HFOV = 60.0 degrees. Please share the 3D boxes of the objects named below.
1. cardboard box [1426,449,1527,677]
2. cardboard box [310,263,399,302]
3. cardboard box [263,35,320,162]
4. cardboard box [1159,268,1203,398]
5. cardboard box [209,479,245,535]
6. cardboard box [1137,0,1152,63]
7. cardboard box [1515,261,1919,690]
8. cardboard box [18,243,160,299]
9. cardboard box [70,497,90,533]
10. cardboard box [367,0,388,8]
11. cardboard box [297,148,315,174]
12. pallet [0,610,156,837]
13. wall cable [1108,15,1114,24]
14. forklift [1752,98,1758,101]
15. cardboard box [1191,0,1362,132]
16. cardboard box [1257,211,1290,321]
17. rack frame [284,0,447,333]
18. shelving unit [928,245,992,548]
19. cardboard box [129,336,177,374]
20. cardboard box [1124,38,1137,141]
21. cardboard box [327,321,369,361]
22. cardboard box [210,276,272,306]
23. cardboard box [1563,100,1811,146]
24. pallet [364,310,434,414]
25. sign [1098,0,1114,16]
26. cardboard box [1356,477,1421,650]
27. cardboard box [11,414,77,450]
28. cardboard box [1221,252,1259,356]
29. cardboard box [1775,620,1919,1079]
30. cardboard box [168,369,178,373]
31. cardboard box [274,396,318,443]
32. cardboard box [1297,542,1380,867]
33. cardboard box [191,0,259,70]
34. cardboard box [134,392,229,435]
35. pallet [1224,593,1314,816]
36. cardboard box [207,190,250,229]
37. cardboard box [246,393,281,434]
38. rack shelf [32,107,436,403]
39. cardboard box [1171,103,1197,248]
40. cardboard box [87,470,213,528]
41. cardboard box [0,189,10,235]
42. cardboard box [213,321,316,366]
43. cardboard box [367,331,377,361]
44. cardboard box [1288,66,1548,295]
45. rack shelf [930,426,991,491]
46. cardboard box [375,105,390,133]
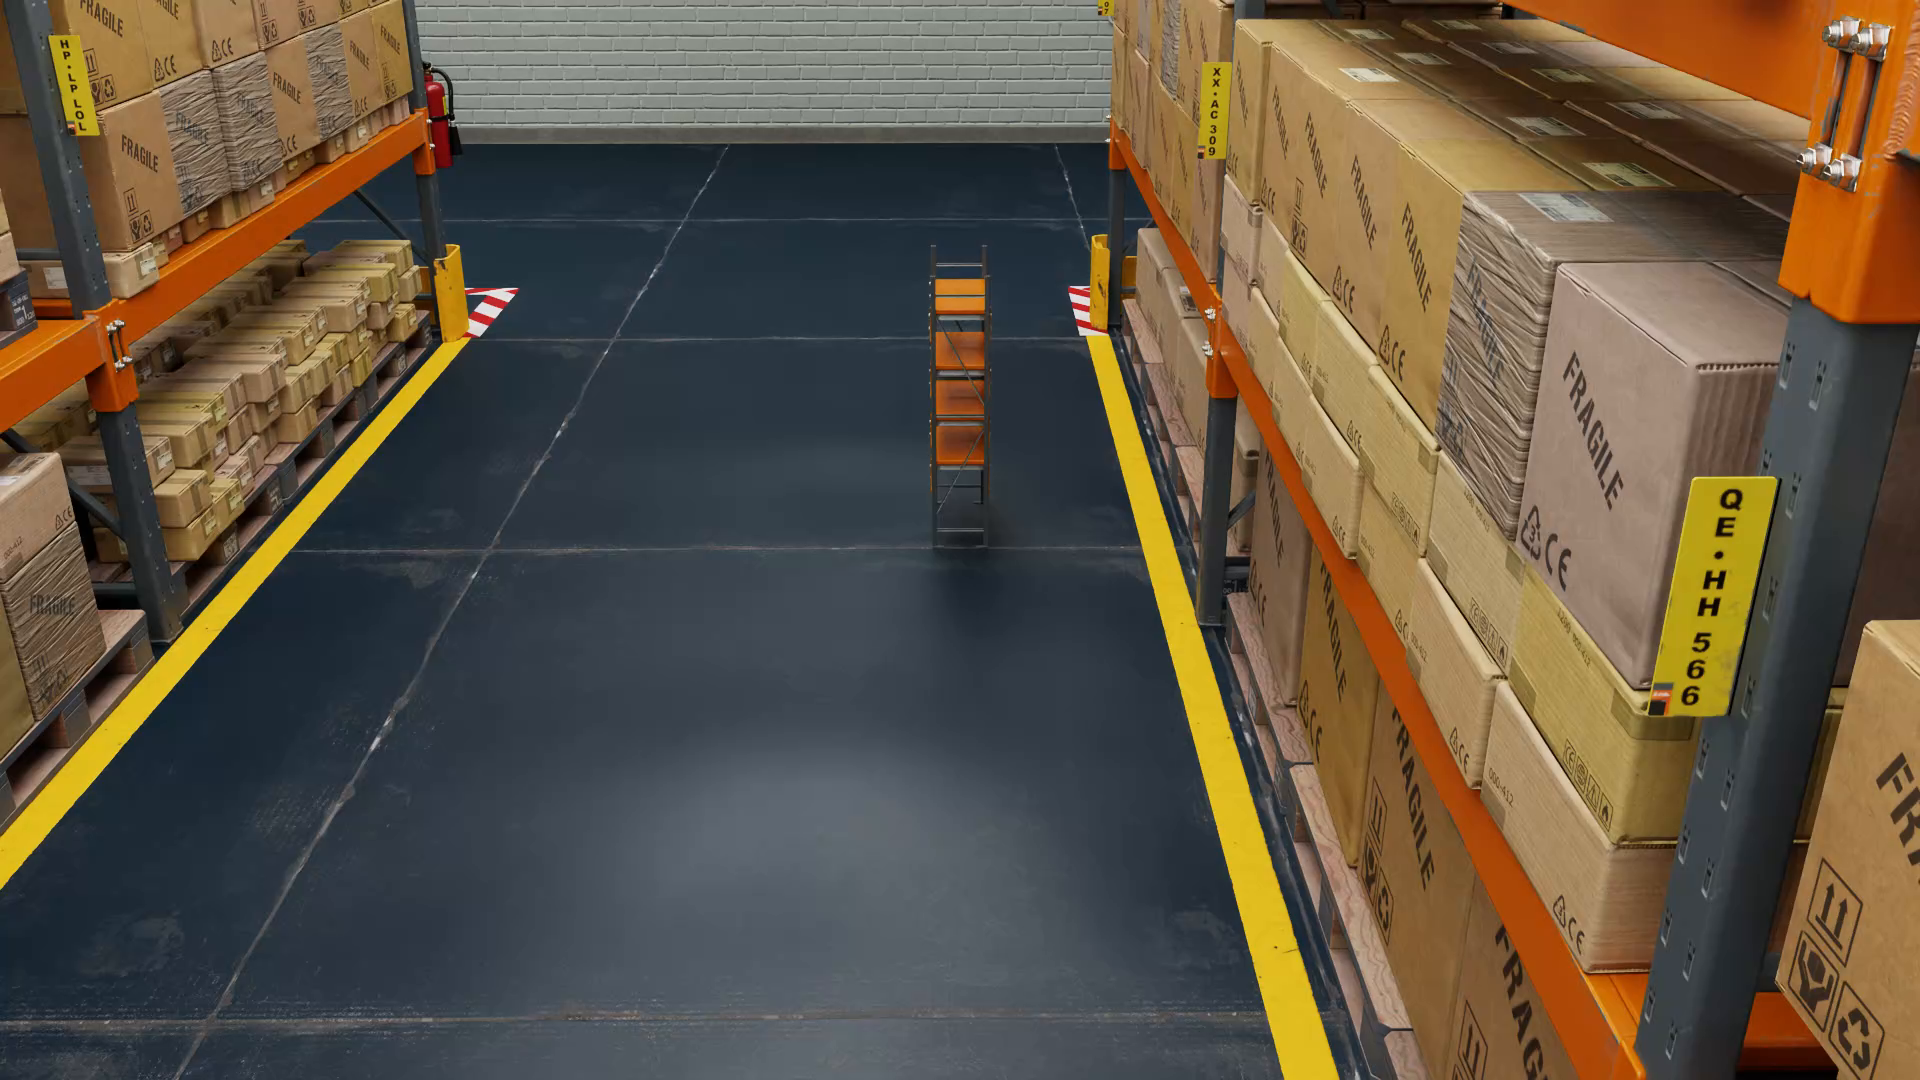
[{"bbox_3d":[1.207,0.029,3.122,0.500,0.250,0.500,-1,24,-2],"label":"cardboard box"},{"bbox_3d":[-3.226,-1.371,8.870,0.380,0.149,0.250,-1,24,-2],"label":"cardboard box"},{"bbox_3d":[-3.288,-2.005,7.561,0.500,0.500,0.500,1,24,2],"label":"cardboard box"},{"bbox_3d":[1.514,-1.074,8.584,0.875,0.438,0.875,0,24,1],"label":"cardboard box"},{"bbox_3d":[-3.203,-0.140,6.869,0.380,0.149,0.250,0,24,1],"label":"cardboard box"},{"bbox_3d":[1.134,-2.576,7.970,0.500,0.500,0.500,0,24,-1],"label":"cardboard box"},{"bbox_3d":[1.208,-0.115,2.530,0.500,0.500,0.500,-1,24,-2],"label":"cardboard box"},{"bbox_3d":[-3.193,-0.990,6.104,0.380,0.149,0.250,1,24,1],"label":"cardboard box"},{"bbox_3d":[-3.781,-0.146,6.884,0.380,0.149,0.250,0,24,1],"label":"cardboard box"},{"bbox_3d":[-3.307,-3.084,8.733,0.500,0.500,0.500,-1,24,-2],"label":"cardboard box"},{"bbox_3d":[-3.348,-1.856,8.019,0.380,0.149,0.250,-1,24,-3],"label":"cardboard box"},{"bbox_3d":[-3.507,0.605,5.656,1.003,0.211,1.213,0,24,-1],"label":"pallet"},{"bbox_3d":[1.303,-5.499,14.498,0.585,1.953,0.123,0,24,-1],"label":"wall cable"},{"bbox_3d":[3.367,-1.406,6.803,1.130,2.935,3.031,-13,27,-26],"label":"forklift"},{"bbox_3d":[1.150,-1.745,6.133,0.500,0.500,0.500,0,24,-1],"label":"cardboard box"},{"bbox_3d":[1.188,-0.813,4.982,0.500,0.250,0.500,0,24,0],"label":"cardboard box"},{"bbox_3d":[-3.561,-2.635,9.436,1.000,3.000,0.127,0,24,-1],"label":"rack frame"},{"bbox_3d":[-0.002,-0.615,7.154,0.258,1.200,0.503,0,24,-1],"label":"shelving unit"},{"bbox_3d":[-3.869,-0.832,7.679,0.380,0.149,0.250,-1,24,-2],"label":"cardboard box"},{"bbox_3d":[1.140,-2.337,8.655,0.500,0.500,0.500,-1,24,-1],"label":"cardboard box"},{"bbox_3d":[-3.244,-1.019,8.452,0.380,0.149,0.250,0,24,0],"label":"cardboard box"},{"bbox_3d":[-3.811,-1.261,8.627,0.380,0.149,0.250,-1,24,-3],"label":"cardboard box"},{"bbox_3d":[1.707,-0.733,3.896,0.500,0.500,0.500,0,24,0],"label":"cardboard box"},{"bbox_3d":[-3.586,-0.998,9.200,1.003,0.211,1.213,0,24,-1],"label":"pallet"},{"bbox_3d":[0.833,-3.129,9.382,0.100,0.325,0.005,0,24,-1],"label":"sign"},{"bbox_3d":[1.199,0.041,3.701,0.500,0.250,0.500,0,24,-1],"label":"cardboard box"},{"bbox_3d":[-3.824,-0.400,6.723,0.380,0.149,0.250,0,24,0],"label":"cardboard box"},{"bbox_3d":[1.172,-0.800,5.560,0.500,0.250,0.500,-1,24,-2],"label":"cardboard box"},{"bbox_3d":[1.249,0.412,1.707,0.500,0.500,0.500,-1,24,-2],"label":"cardboard box"},{"bbox_3d":[-3.784,-0.684,7.711,0.380,0.149,0.250,-1,24,-3],"label":"cardboard box"},{"bbox_3d":[-3.254,-0.565,7.809,0.380,0.149,0.250,-1,24,-2],"label":"cardboard box"},{"bbox_3d":[1.536,0.354,4.897,0.875,0.875,0.875,0,24,1],"label":"cardboard box"},{"bbox_3d":[-3.274,-2.231,6.848,0.500,0.500,0.500,0,24,0],"label":"cardboard box"},{"bbox_3d":[-3.309,-0.511,6.967,0.380,0.149,0.250,-1,24,-1],"label":"cardboard box"},{"bbox_3d":[1.515,0.538,5.805,1.003,0.211,1.213,0,24,-1],"label":"pallet"},{"bbox_3d":[-3.260,-1.422,7.059,0.380,0.149,0.250,0,24,0],"label":"cardboard box"},{"bbox_3d":[-3.312,-0.594,7.512,0.380,0.149,0.250,1,24,2],"label":"cardboard box"},{"bbox_3d":[-3.539,-1.483,7.762,1.077,0.370,4.000,0,24,-1],"label":"rack shelf"},{"bbox_3d":[1.160,-1.498,6.801,0.500,0.500,0.500,-1,24,-2],"label":"cardboard box"},{"bbox_3d":[-3.201,-0.165,6.564,0.380,0.149,0.250,1,24,2],"label":"cardboard box"},{"bbox_3d":[-3.315,-1.036,5.335,0.380,0.149,0.250,0,24,1],"label":"cardboard box"},{"bbox_3d":[-3.305,-0.937,7.910,0.380,0.149,0.250,0,24,0],"label":"cardboard box"},{"bbox_3d":[-3.310,-0.995,8.759,0.380,0.149,0.250,0,24,0],"label":"cardboard box"},{"bbox_3d":[1.185,-0.953,4.382,0.500,0.500,0.500,-1,24,-2],"label":"cardboard box"},{"bbox_3d":[-0.002,-0.373,7.263,0.258,0.148,0.480,0,24,-1],"label":"rack shelf"},{"bbox_3d":[-3.309,-2.285,8.966,0.380,0.149,0.250,0,24,-1],"label":"cardboard box"}]
